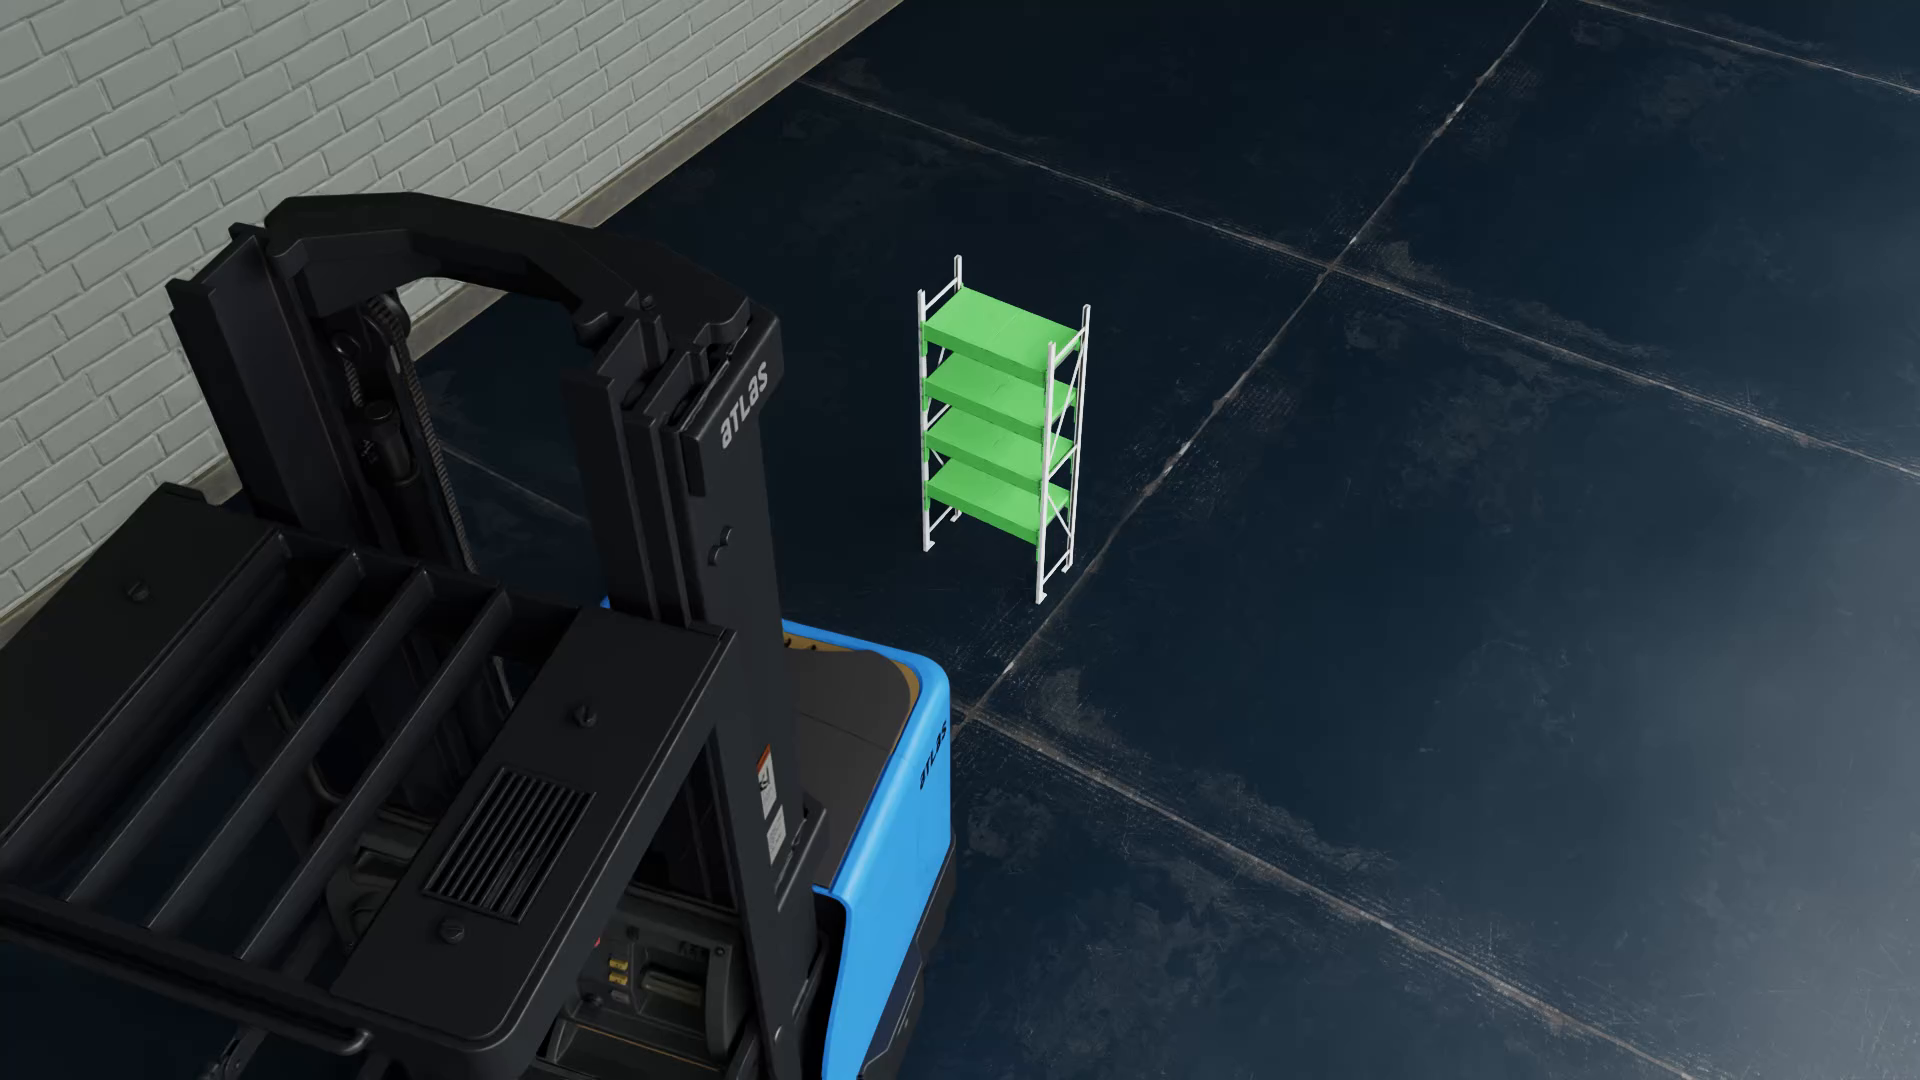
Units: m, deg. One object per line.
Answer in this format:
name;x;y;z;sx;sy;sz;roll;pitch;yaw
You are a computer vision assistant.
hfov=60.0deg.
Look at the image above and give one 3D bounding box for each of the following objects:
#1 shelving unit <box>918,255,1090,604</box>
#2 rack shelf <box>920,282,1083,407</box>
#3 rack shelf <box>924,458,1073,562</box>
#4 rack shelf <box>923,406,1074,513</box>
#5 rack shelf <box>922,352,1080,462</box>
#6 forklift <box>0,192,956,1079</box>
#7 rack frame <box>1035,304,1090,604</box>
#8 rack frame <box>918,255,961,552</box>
shelving unit;0.139;-0.354;5.757;0.503;1.200;0.258;25;51;22
rack shelf;0.139;-0.644;5.459;0.480;0.148;0.258;25;51;22
rack shelf;0.139;-0.142;5.975;0.480;0.148;0.258;25;51;22
rack shelf;0.139;-0.310;5.803;0.480;0.148;0.258;25;51;22
rack shelf;0.139;-0.477;5.631;0.480;0.148;0.258;25;51;22
forklift;-0.964;0.944;3.289;1.130;2.935;3.031;14;47;13
rack frame;0.345;-0.260;5.666;0.015;1.200;0.240;25;51;22
rack frame;-0.066;-0.449;5.849;0.015;1.200;0.240;25;51;22
